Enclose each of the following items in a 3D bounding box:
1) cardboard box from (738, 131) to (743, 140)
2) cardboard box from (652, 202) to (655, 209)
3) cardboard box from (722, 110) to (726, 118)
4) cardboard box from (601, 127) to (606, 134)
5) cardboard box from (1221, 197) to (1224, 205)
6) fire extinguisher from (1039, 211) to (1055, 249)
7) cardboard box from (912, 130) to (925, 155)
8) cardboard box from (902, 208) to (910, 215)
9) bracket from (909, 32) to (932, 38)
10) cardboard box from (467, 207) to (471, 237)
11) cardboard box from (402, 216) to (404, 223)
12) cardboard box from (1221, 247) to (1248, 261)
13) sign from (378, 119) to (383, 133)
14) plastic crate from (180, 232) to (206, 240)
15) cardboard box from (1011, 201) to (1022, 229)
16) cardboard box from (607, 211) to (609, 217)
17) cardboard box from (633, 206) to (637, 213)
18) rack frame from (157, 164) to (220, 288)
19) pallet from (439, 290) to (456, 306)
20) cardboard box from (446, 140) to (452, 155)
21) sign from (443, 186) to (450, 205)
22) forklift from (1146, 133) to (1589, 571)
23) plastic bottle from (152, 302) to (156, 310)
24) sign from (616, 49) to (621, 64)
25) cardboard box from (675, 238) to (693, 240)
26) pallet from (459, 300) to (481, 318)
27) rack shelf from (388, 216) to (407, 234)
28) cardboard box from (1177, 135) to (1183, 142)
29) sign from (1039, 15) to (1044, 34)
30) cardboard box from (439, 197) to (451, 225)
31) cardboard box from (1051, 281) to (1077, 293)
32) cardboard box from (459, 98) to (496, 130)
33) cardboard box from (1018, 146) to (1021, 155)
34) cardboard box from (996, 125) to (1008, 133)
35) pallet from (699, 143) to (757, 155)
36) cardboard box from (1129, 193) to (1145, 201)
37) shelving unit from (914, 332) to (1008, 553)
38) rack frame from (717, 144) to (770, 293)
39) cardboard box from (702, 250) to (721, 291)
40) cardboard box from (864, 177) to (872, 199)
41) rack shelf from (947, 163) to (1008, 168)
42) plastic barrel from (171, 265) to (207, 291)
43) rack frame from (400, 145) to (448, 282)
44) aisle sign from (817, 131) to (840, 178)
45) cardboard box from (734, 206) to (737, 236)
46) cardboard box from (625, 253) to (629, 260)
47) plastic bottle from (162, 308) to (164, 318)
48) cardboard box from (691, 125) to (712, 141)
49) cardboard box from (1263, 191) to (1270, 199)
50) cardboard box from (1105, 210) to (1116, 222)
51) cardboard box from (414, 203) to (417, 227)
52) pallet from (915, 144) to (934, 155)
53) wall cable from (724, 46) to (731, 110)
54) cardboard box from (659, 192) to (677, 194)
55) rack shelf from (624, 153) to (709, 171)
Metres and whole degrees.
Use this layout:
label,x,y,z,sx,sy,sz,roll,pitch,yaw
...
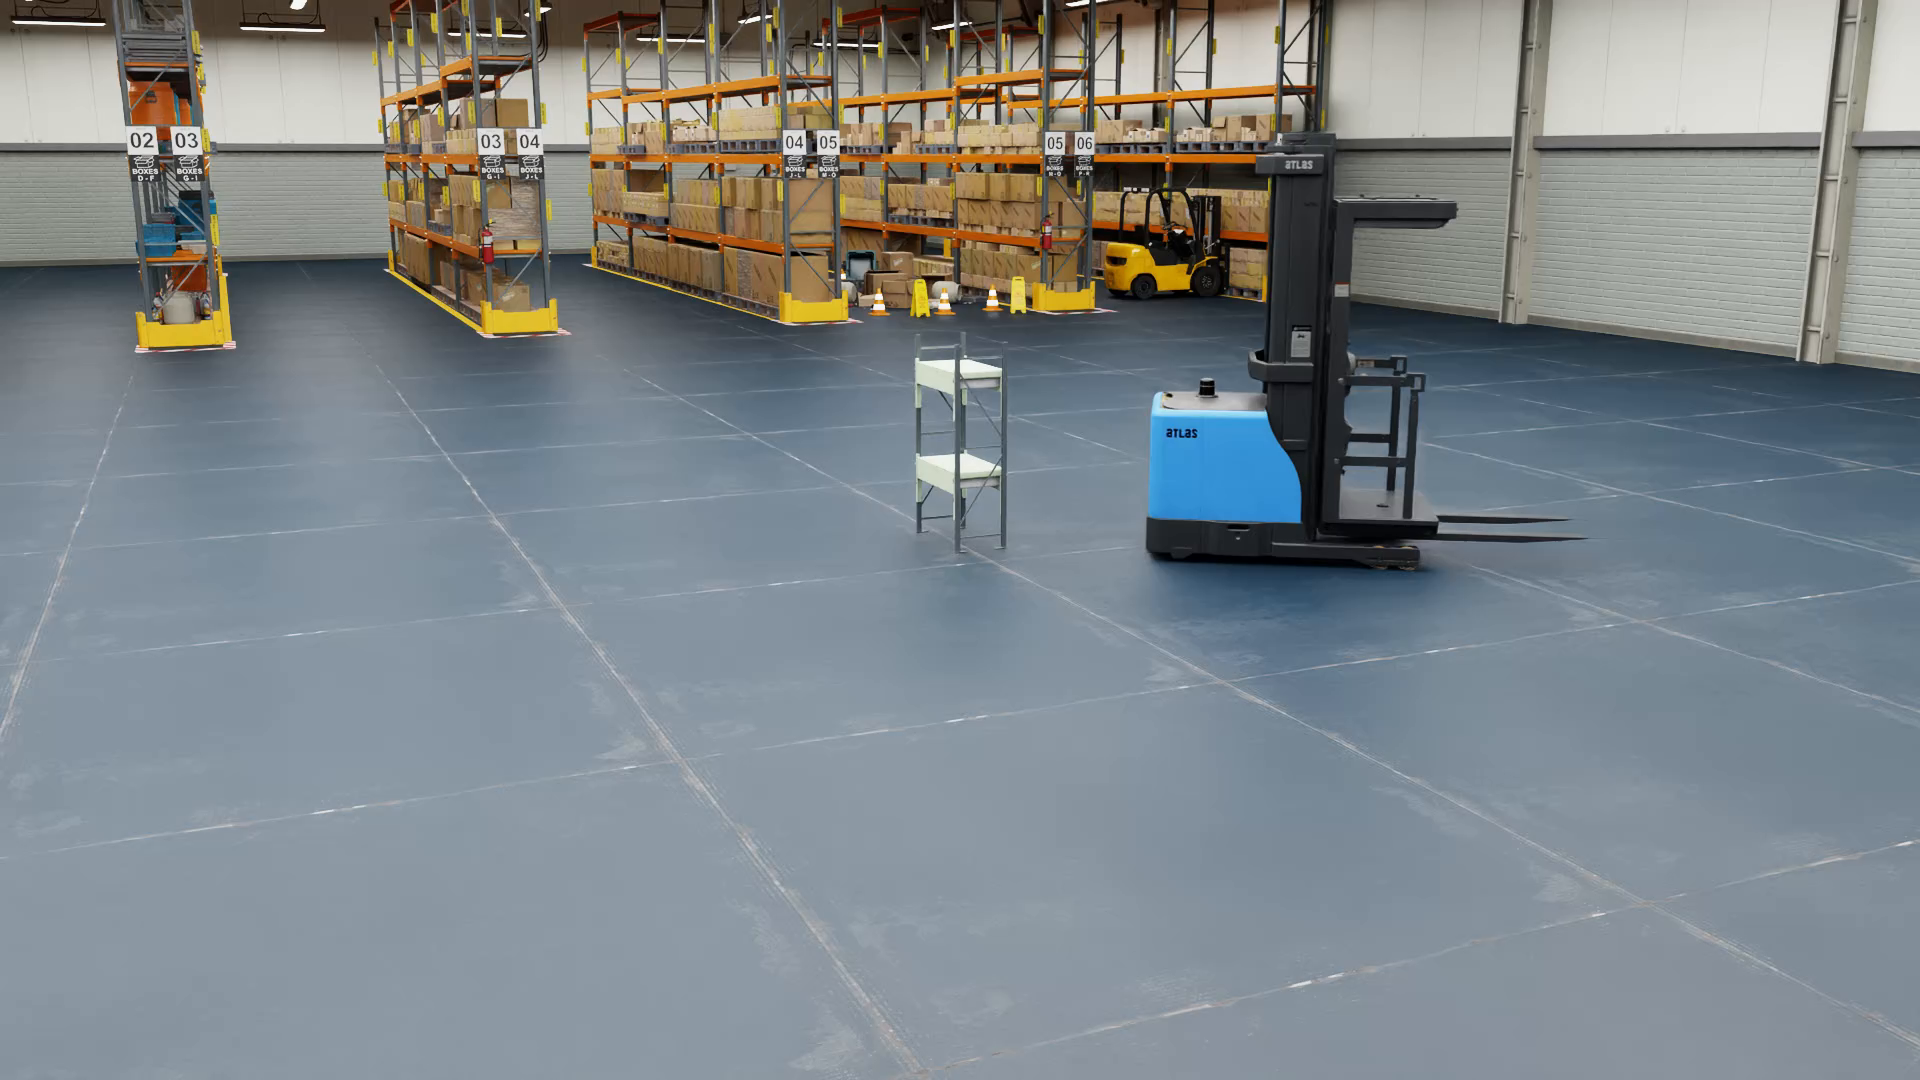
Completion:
label,x,y,z,sx,sy,sz,roll,pitch,yaw
cardboard box,-3.792,-7.321,30.100,0.380,0.149,0.250,-6,14,-23
cardboard box,-6.464,-7.267,36.081,0.380,0.149,0.250,-5,14,-21
cardboard box,-4.200,-7.920,30.919,0.380,0.149,0.250,-6,14,-23
cardboard box,-8.581,-10.041,40.790,0.380,0.149,0.250,-5,14,-21
cardboard box,5.556,-6.922,33.964,0.380,0.149,0.250,-6,14,-23
fire extinguisher,1.583,-5.636,30.240,0.296,0.674,0.183,-6,14,-23
cardboard box,-0.608,-8.591,35.955,0.797,0.503,0.637,-6,14,-23
cardboard box,-1.045,-7.209,36.492,0.380,0.149,0.250,-6,14,-23
bracket,-1.768,-15.439,51.139,0.076,0.066,5.218,-6,14,-23
cardboard box,-7.787,-5.353,27.966,0.875,0.500,0.500,-6,14,-23
cardboard box,-12.454,-7.287,37.761,0.380,0.149,0.250,-5,14,-22
cardboard box,5.614,-5.815,33.794,0.500,0.250,0.500,-5,14,-22
sign,-14.041,-10.026,40.272,0.100,0.325,0.005,-6,14,-23
plastic crate,-12.569,-4.946,27.419,0.499,0.251,0.616,-6,14,-23
cardboard box,1.293,-6.124,31.295,0.500,0.500,0.500,-6,14,-23
cardboard box,-8.529,-8.095,41.253,0.380,0.149,0.250,-6,14,-24
cardboard box,-7.192,-7.496,37.732,0.380,0.149,0.250,-6,14,-25
rack frame,-16.466,-6.876,35.425,1.000,3.000,0.127,-6,14,-23
pallet,-9.529,-4.725,32.316,1.003,0.211,1.213,-6,14,-23
cardboard box,-8.778,-6.942,29.394,0.500,0.250,0.500,-6,14,-25
sign,-9.230,-6.183,29.867,0.100,0.325,0.005,-6,14,-23
forklift,2.874,-1.345,11.680,3.031,2.935,1.130,2,13,8
plastic bottle,-12.860,-3.650,26.536,0.061,0.283,0.133,-5,14,-22
sign,-7.847,-11.121,38.218,0.100,0.325,0.005,-6,14,-23
cardboard box,-6.185,-6.648,37.392,0.500,0.250,0.500,-6,14,-23
pallet,-8.422,-4.176,29.946,1.003,0.211,1.213,-6,14,-23
rack shelf,-12.729,-7.386,39.225,1.077,0.370,4.000,-6,14,-23
cardboard box,4.805,-8.487,35.137,0.380,0.149,0.250,-5,14,-22
sign,1.442,-9.148,29.516,0.100,0.325,0.005,-6,14,-23
cardboard box,-9.502,-6.275,31.669,0.797,0.503,0.637,-4,14,-17
cardboard box,1.889,-4.796,31.604,0.500,0.250,0.500,-6,14,-23
cardboard box,-7.974,-7.040,27.492,0.500,0.500,0.500,-6,14,-23
cardboard box,1.315,-7.291,31.125,0.380,0.149,0.250,-6,14,-23
cardboard box,0.908,-7.823,31.656,0.380,0.149,0.250,-5,14,-22
pallet,-4.551,-7.650,32.545,0.805,0.209,1.217,-6,14,-25
cardboard box,4.024,-7.691,37.288,0.380,0.149,0.250,-5,14,-22
shelving unit,0.003,-0.729,12.195,0.431,1.500,0.755,-6,14,-23
rack frame,-4.138,-6.097,32.062,1.000,3.000,0.127,-6,14,-23
cardboard box,-4.469,-5.326,32.788,1.050,0.750,0.750,-6,14,-23
cardboard box,-1.905,-8.116,38.345,0.500,0.500,0.500,-5,14,-22
rack shelf,0.898,-10.191,44.694,1.077,0.370,4.000,-6,14,-23
plastic barrel,-15.075,-5.296,32.482,0.600,0.830,0.708,-6,14,-23
rack frame,-11.928,-7.323,37.358,1.000,3.000,0.127,-6,14,-23
aisle sign,-2.233,-6.550,28.252,0.394,0.787,0.004,-6,14,-23
cardboard box,-3.738,-5.984,31.239,0.875,0.550,0.550,-6,14,-23
cardboard box,-7.760,-6.747,39.601,0.380,0.149,0.250,-5,14,-22
plastic bottle,-12.775,-3.692,26.716,0.061,0.283,0.133,-6,14,-23
cardboard box,-5.042,-8.111,33.154,0.500,0.311,0.500,-6,14,-25
cardboard box,6.169,-6.753,32.574,0.380,0.149,0.250,-6,14,-23
cardboard box,3.665,-7.444,38.213,0.500,0.250,0.500,-6,14,-25
cardboard box,-11.359,-6.941,35.484,0.500,0.500,0.500,-5,14,-22
pallet,-0.211,-8.286,35.285,1.213,0.211,1.003,-6,14,-23
wall cable,-6.987,-13.117,49.088,0.463,3.000,0.029,-6,14,-23
cardboard box,-6.688,-7.894,38.130,0.380,0.149,0.250,-6,14,-23
rack shelf,-6.542,-8.448,37.161,1.077,0.370,4.000,-6,14,-23
